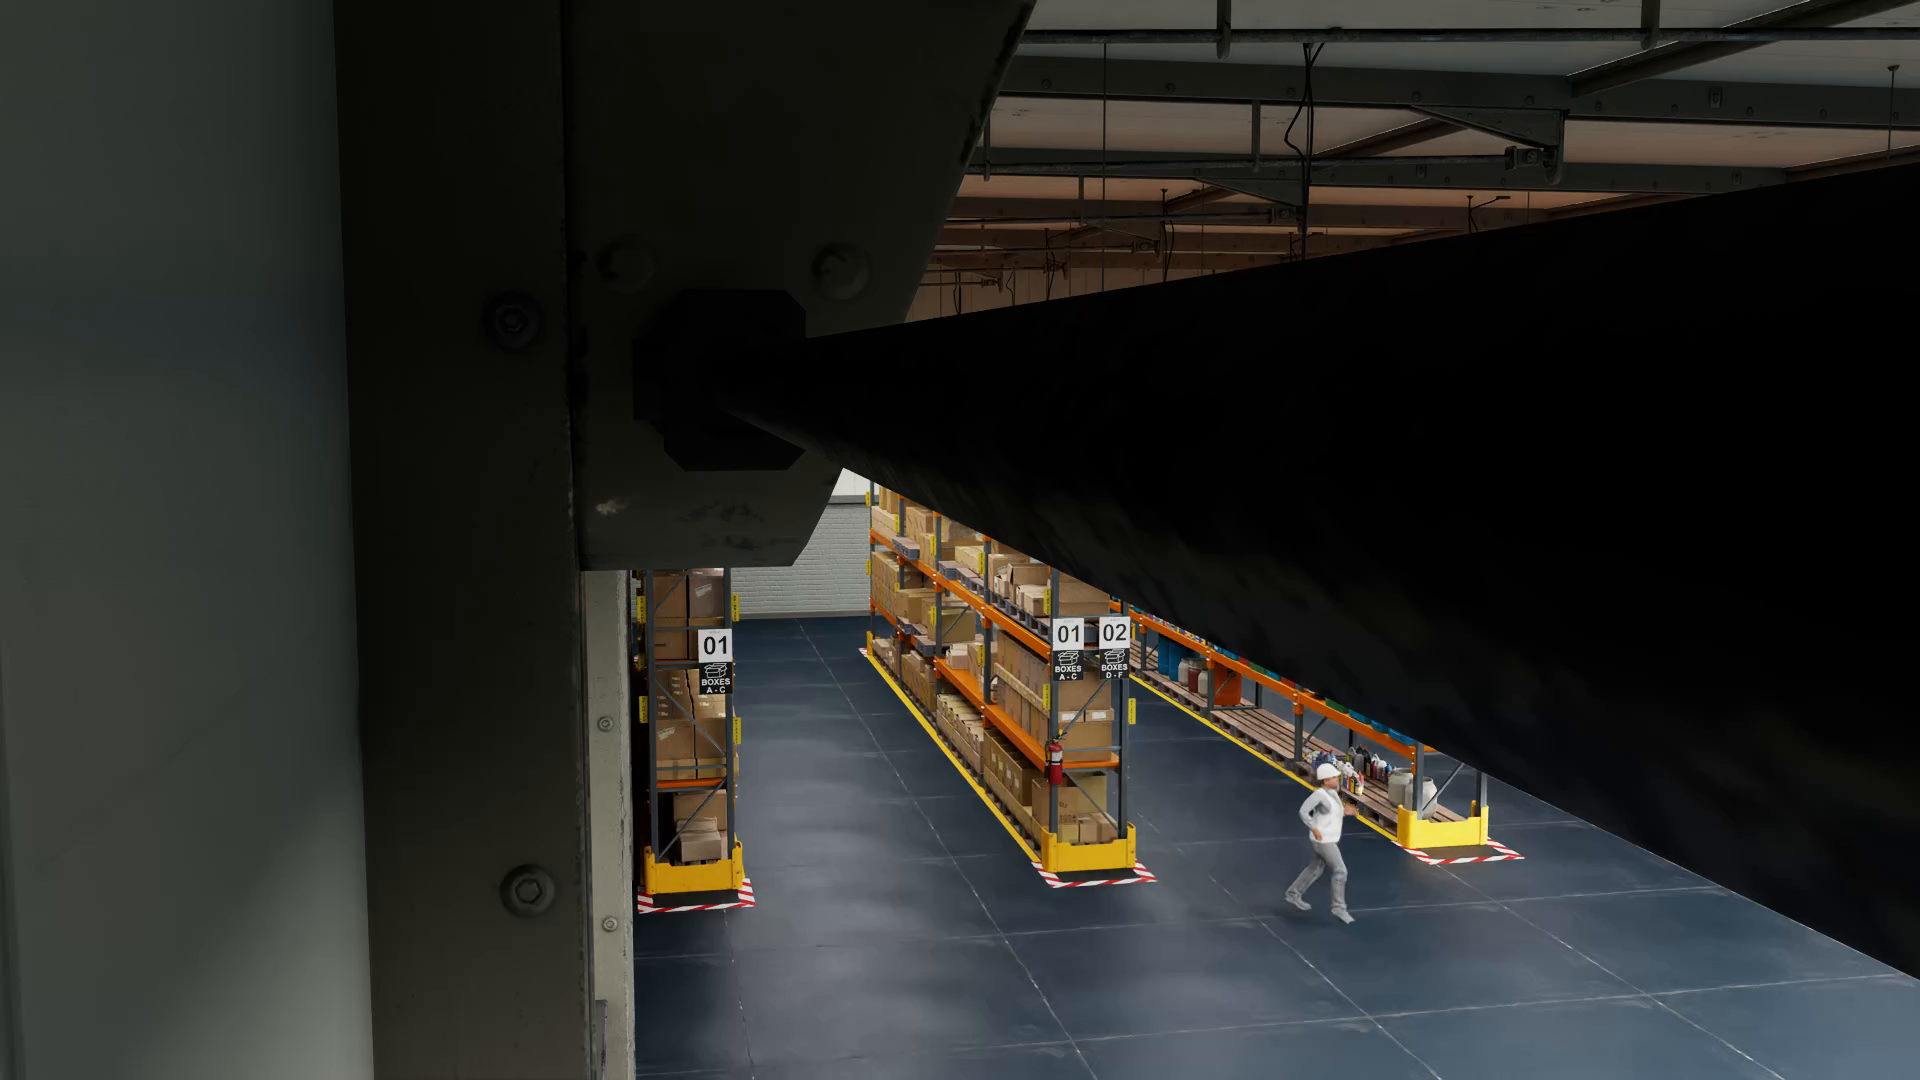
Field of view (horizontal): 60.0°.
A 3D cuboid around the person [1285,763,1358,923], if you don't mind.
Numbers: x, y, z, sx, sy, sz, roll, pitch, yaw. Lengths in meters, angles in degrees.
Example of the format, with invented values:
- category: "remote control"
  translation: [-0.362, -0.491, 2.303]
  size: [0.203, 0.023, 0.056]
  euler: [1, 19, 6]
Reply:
- category: "person"
  translation: [4.168, 3.462, 19.137]
  size: [0.804, 1.834, 0.632]
  euler: [2, 6, 17]

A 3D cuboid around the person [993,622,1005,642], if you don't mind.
- category: "person"
  translation: [0.863, 1.822, 35.279]
  size: [0.626, 1.693, 0.641]
  euler: [-3, 7, -28]
